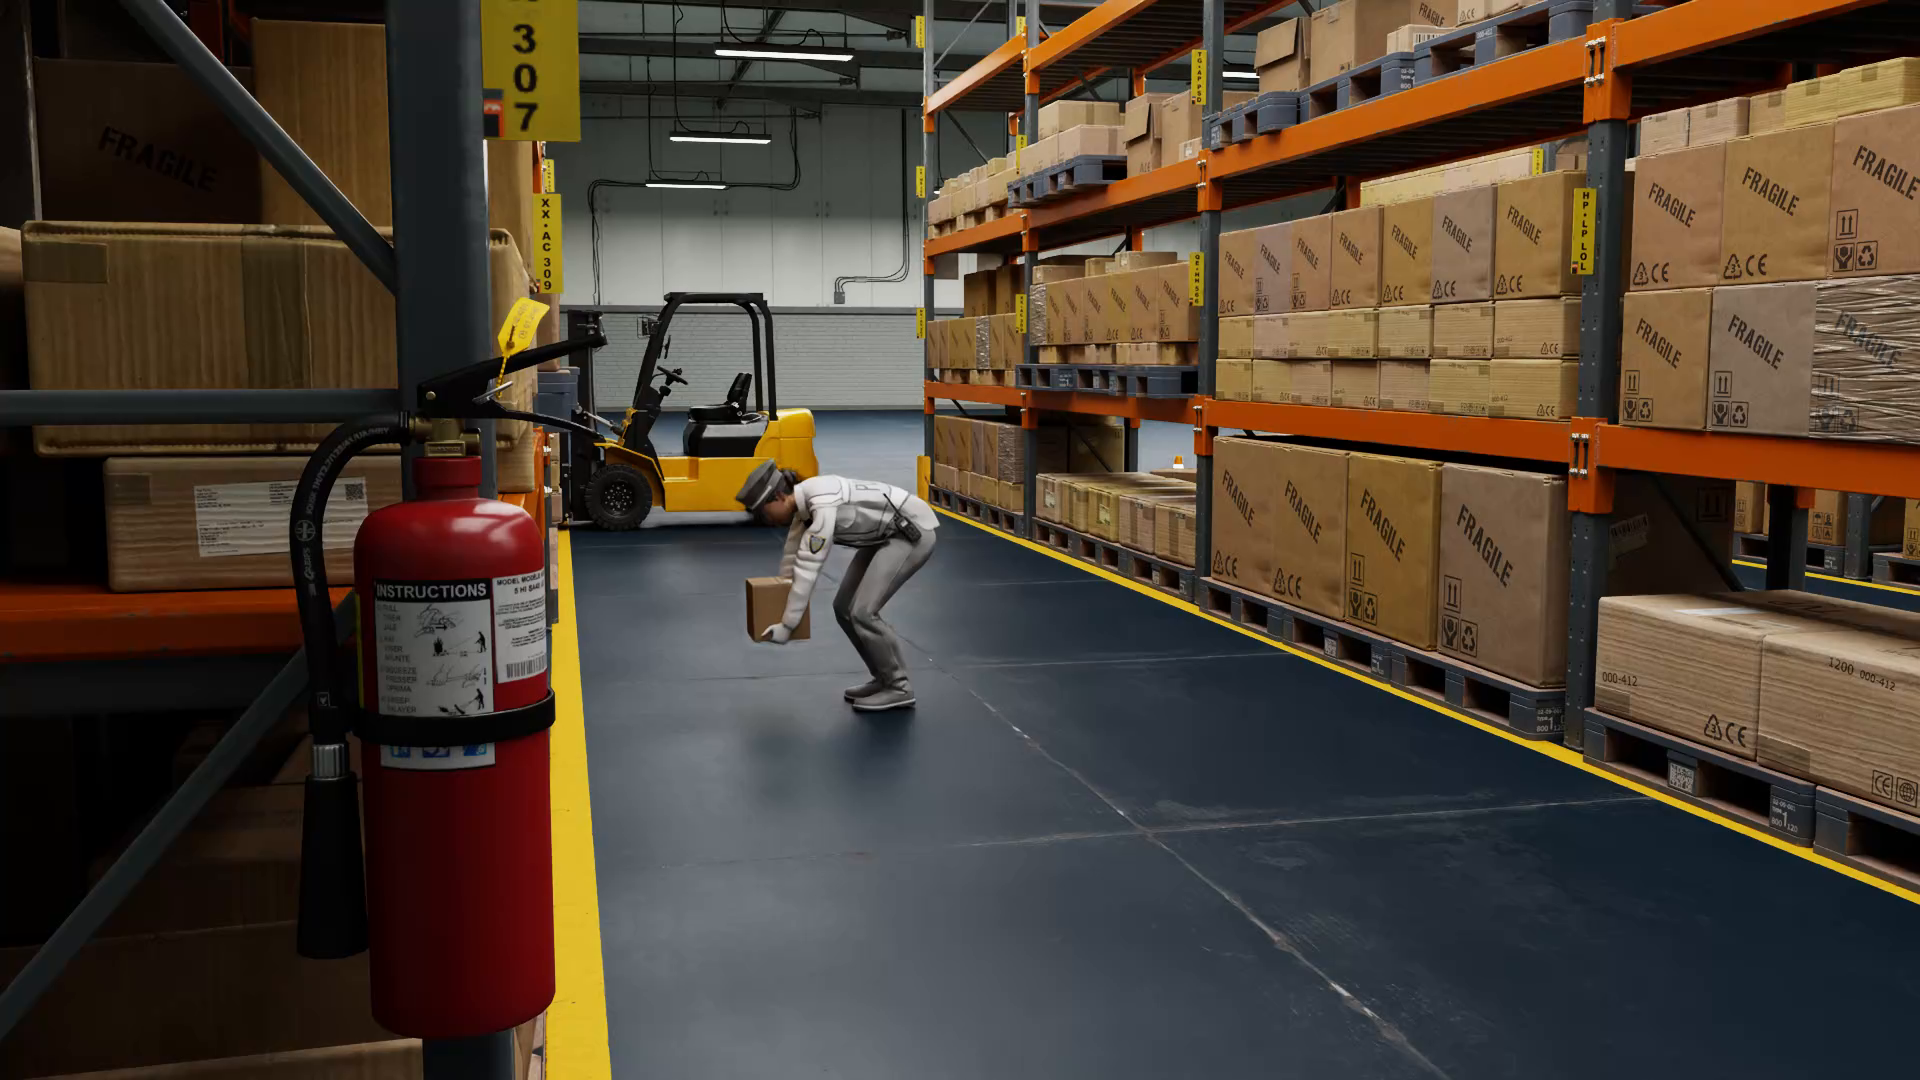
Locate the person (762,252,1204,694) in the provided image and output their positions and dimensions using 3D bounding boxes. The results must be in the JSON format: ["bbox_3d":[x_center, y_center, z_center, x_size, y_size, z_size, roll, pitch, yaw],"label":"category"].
[{"bbox_3d":[1.966,-0.703,10.613,7.482,2.202,5.277,-2,6,-16],"label":"person"}]
